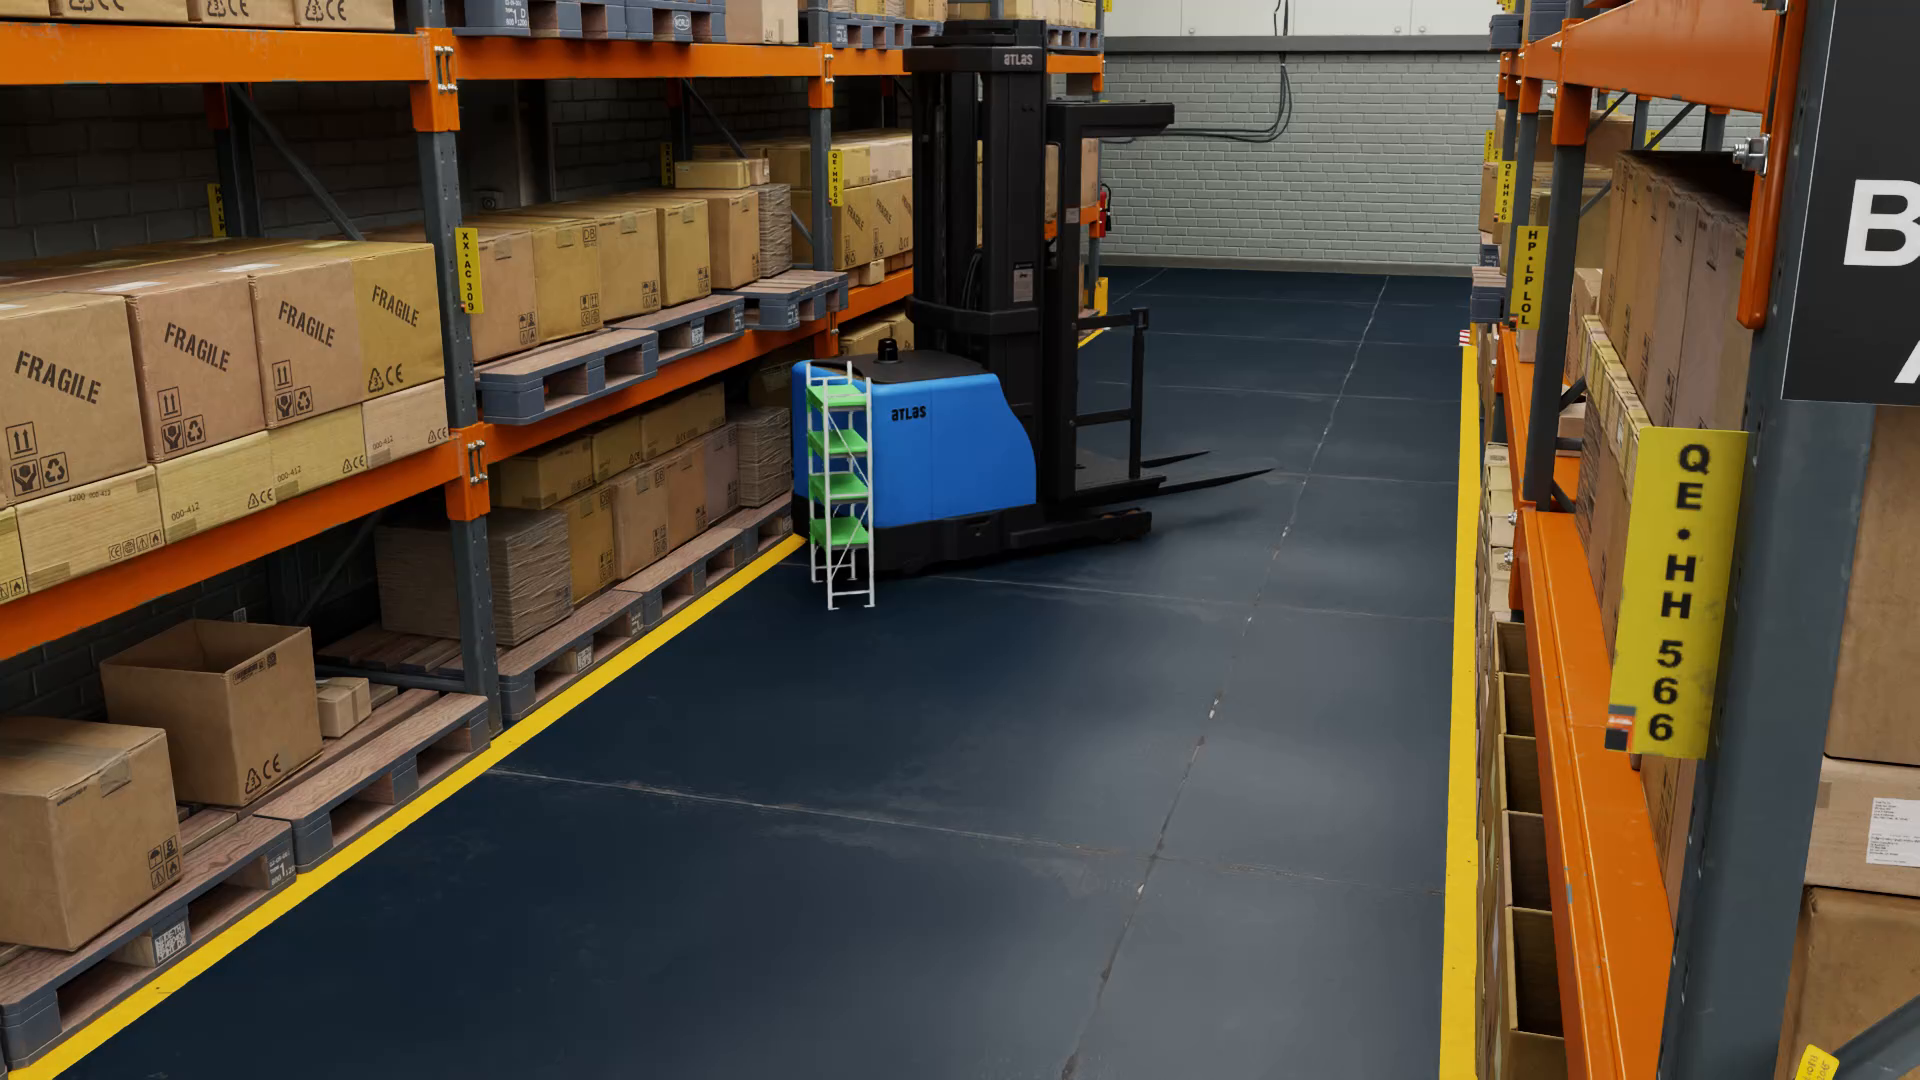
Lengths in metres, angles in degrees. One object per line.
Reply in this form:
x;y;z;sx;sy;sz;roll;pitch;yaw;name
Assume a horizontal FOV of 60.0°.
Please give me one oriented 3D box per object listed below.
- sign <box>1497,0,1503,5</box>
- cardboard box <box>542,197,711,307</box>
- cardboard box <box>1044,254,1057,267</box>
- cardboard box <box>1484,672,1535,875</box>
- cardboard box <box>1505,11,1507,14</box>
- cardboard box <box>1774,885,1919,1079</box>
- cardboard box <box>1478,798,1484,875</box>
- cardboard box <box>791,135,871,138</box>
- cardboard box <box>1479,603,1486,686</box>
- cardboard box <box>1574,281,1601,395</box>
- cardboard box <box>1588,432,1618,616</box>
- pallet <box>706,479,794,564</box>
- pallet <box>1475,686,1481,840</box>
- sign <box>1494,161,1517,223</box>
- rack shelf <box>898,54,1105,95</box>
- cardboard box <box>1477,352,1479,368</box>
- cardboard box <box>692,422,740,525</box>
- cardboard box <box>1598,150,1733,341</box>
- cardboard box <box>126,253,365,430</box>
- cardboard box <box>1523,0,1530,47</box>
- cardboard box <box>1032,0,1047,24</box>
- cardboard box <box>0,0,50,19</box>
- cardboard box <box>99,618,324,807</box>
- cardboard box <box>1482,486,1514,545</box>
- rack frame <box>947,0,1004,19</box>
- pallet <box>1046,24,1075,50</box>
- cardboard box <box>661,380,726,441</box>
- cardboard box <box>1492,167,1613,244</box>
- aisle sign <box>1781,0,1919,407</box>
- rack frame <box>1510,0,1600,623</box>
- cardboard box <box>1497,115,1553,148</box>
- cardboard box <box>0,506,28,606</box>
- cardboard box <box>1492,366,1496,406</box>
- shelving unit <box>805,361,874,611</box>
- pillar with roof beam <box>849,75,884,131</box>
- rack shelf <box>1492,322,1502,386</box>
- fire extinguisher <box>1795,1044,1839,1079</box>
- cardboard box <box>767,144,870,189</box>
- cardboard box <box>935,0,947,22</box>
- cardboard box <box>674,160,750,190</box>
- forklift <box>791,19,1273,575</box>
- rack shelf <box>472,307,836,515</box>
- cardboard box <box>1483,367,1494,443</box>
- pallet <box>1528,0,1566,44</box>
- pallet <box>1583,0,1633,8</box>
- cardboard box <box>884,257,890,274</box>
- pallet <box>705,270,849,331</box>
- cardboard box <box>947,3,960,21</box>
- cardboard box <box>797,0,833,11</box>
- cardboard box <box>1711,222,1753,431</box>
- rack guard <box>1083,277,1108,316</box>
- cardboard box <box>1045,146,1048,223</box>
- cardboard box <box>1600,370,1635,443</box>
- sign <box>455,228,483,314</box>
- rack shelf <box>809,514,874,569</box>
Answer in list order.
5.227;-5.321;15.993;0.100;0.325;0.005;5;16;16;sign
-1.733;-1.514;8.679;0.700;0.500;0.500;5;16;16;cardboard box
0.960;-2.804;16.842;0.380;0.149;0.250;5;17;17;cardboard box
1.771;0.713;4.714;0.500;0.500;0.500;5;16;16;cardboard box
5.203;-4.782;15.054;0.500;0.250;0.500;5;16;16;cardboard box
1.345;0.602;2.028;0.700;0.500;0.500;5;16;16;cardboard box
1.915;0.943;5.277;0.500;0.250;0.500;5;16;16;cardboard box
-0.953;-2.808;12.094;0.500;0.250;0.500;4;16;15;cardboard box
2.468;0.448;7.022;0.500;0.250;0.500;5;17;17;cardboard box
2.863;-0.792;6.942;0.500;0.500;0.500;5;16;16;cardboard box
2.073;-0.069;4.391;0.700;0.500;0.500;4;16;15;cardboard box
-1.500;-0.159;10.005;1.003;0.211;1.213;5;16;16;pallet
2.509;0.870;6.375;1.003;0.211;1.213;5;16;16;pallet
2.951;-1.881;8.986;0.100;0.325;0.005;5;16;16;sign
0.429;-4.372;15.568;1.077;0.370;4.000;5;16;16;rack shelf
4.550;-1.483;13.978;0.380;0.149;0.250;5;16;16;cardboard box
-1.689;-0.396;9.504;0.700;0.500;0.500;5;16;16;cardboard box
2.217;-0.831;4.703;0.700;0.500;0.500;5;17;16;cardboard box
-2.388;-0.678;5.588;0.500;0.500;0.500;5;16;16;cardboard box
3.711;-3.064;9.453;0.910;0.500;0.500;5;16;16;cardboard box
0.468;-4.665;14.606;0.500;0.250;0.500;4;16;15;cardboard box
-2.753;-1.597;4.246;0.500;0.500;0.500;6;17;19;cardboard box
-2.670;0.607;5.968;0.500;0.500;0.500;3;16;12;cardboard box
2.755;-0.086;7.876;0.500;0.311;0.500;4;16;14;cardboard box
-0.140;-5.638;13.216;1.000;3.000;0.127;5;16;16;rack frame
0.451;-4.684;15.510;1.003;0.211;1.213;5;16;16;pallet
-1.653;-0.739;9.336;0.500;0.250;0.500;5;17;17;cardboard box
4.127;-2.327;11.585;0.700;0.500;0.500;7;17;25;cardboard box
0.900;-0.485;1.280;0.394;0.787;0.004;5;16;16;aisle sign
2.337;-0.276;5.304;1.000;3.000;0.127;5;16;16;rack frame
4.793;-3.316;14.009;0.500;0.500;0.500;5;17;16;cardboard box
-2.823;0.077;4.298;0.500;0.250;0.500;4;16;15;cardboard box
3.527;-0.970;10.152;0.500;0.250;0.500;5;17;18;cardboard box
-0.625;-0.289;8.649;0.258;1.200;0.503;-4;16;-14;shelving unit
3.357;-5.554;12.921;9.100;9.000;0.400;5;16;16;pillar with roof beam
4.042;-1.499;10.937;1.077;0.370;4.000;5;16;16;rack shelf
0.721;0.803;1.643;0.296;0.674;0.183;5;16;16;fire extinguisher
-0.892;-2.373;10.560;0.500;0.250;0.500;5;17;17;cardboard box
-0.495;-4.233;12.770;0.700;0.500;0.500;4;16;13;cardboard box
-1.423;-2.099;9.555;0.380;0.149;0.250;2;16;7;cardboard box
0.540;-1.503;9.758;3.031;2.935;1.130;-10;19;-31;forklift
-1.845;-0.836;8.598;1.077;0.370;4.000;5;16;16;rack shelf
3.805;-0.867;11.165;0.500;0.500;0.500;4;16;14;cardboard box
3.367;-2.490;7.960;1.213;0.211;1.003;5;17;18;pallet
2.120;-1.451;4.113;1.003;0.211;1.213;5;16;16;pallet
-0.706;-1.934;11.576;0.380;0.149;0.250;5;17;17;cardboard box
-1.377;-1.418;9.684;1.213;0.211;1.003;5;16;16;pallet
-0.170;-4.570;14.270;0.500;0.250;0.500;5;17;16;cardboard box
-1.196;-3.537;10.316;0.700;0.500;0.500;3;16;12;cardboard box
1.505;-0.174;2.387;0.700;0.500;0.500;4;16;14;cardboard box
1.004;-2.602;18.087;1.175;0.500;0.348;5;16;16;rack guard
0.243;-3.227;15.161;0.980;0.700;0.700;4;16;14;cardboard box
1.786;-0.313;4.065;0.380;0.149;0.250;4;16;14;cardboard box
-1.891;-1.035;6.396;0.100;0.325;0.005;5;16;16;sign
-0.625;0.003;8.732;0.258;0.148;0.480;-4;16;-14;rack shelf
